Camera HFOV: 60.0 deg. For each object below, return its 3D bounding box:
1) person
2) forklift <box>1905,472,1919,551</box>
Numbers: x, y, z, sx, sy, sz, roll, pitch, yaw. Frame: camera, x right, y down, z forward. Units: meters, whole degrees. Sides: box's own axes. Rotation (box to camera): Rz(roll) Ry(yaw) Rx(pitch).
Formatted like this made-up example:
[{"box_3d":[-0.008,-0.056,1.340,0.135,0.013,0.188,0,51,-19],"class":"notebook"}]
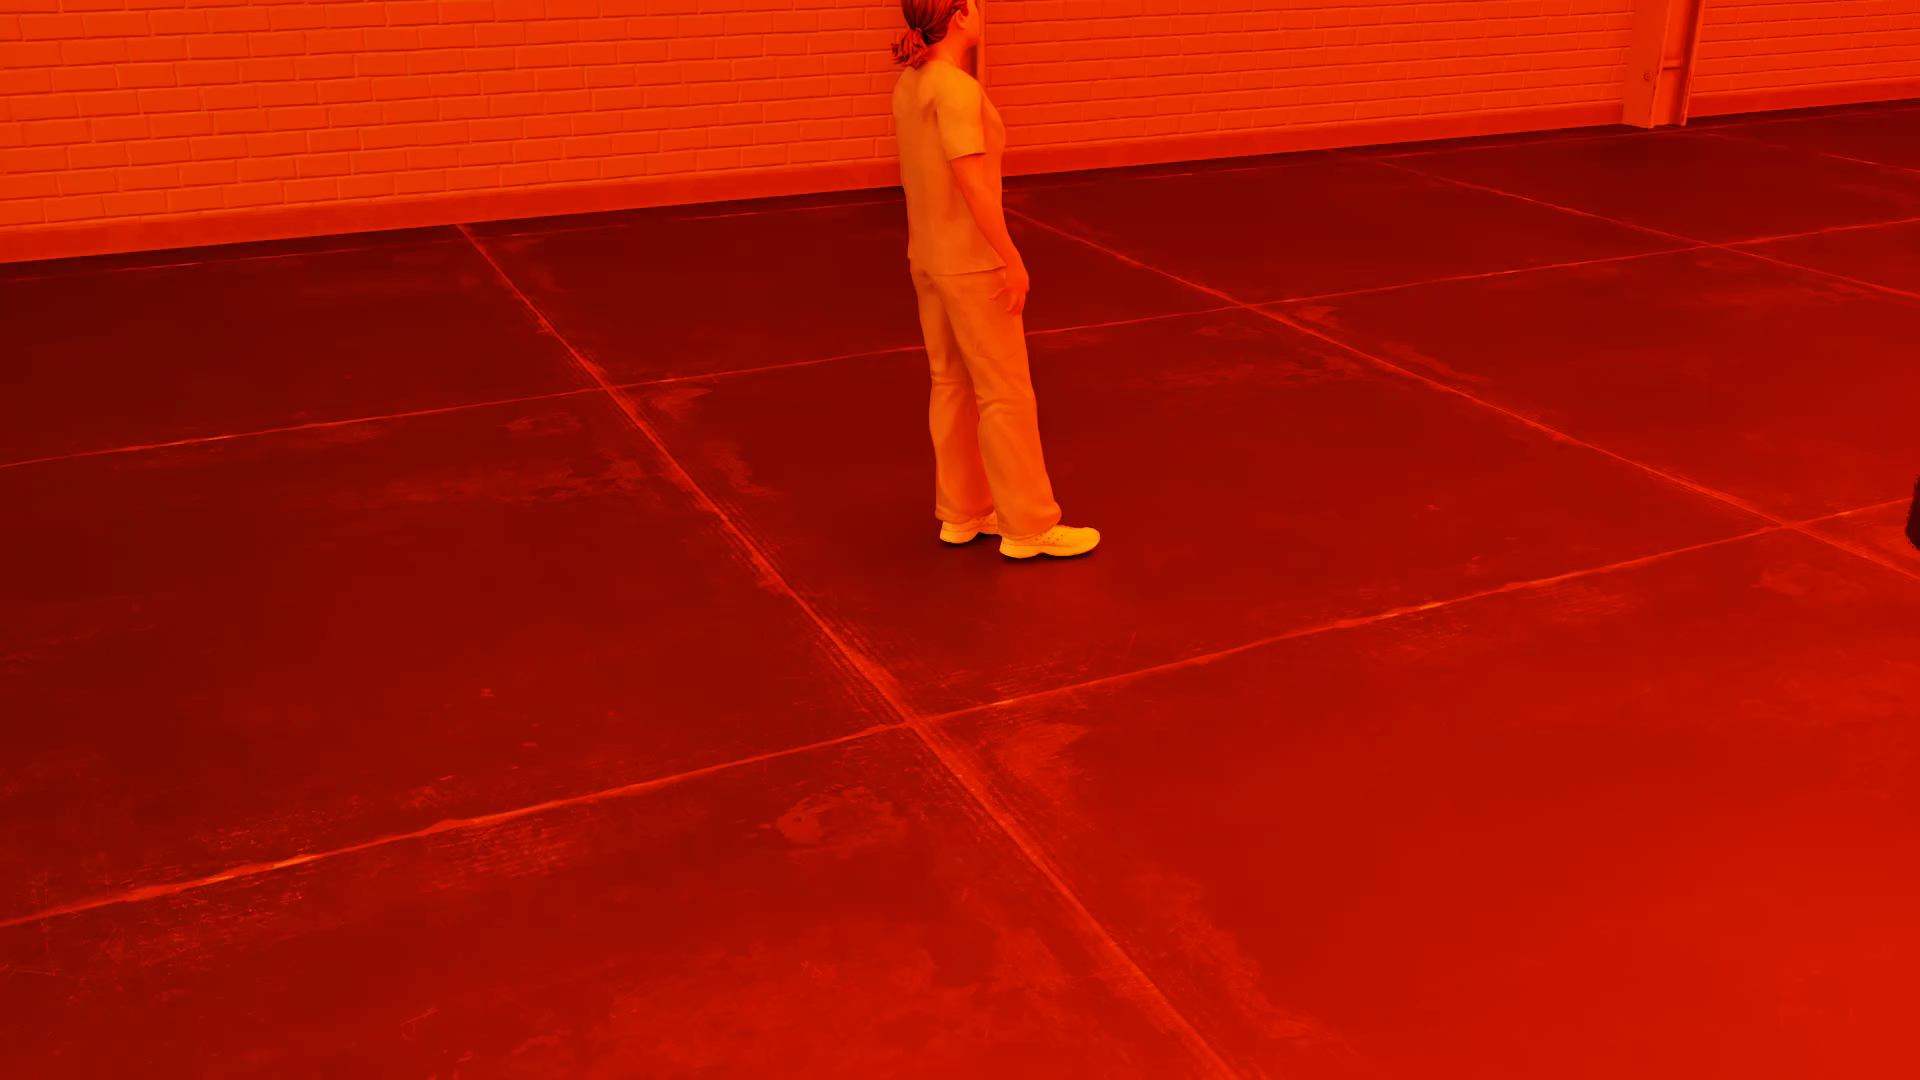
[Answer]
[{"box_3d":[0.072,-0.788,4.800,0.549,1.675,0.550,-10,25,-23],"class":"person"},{"box_3d":[4.222,-1.029,3.763,3.031,2.935,1.130,4,23,10],"class":"forklift"}]
